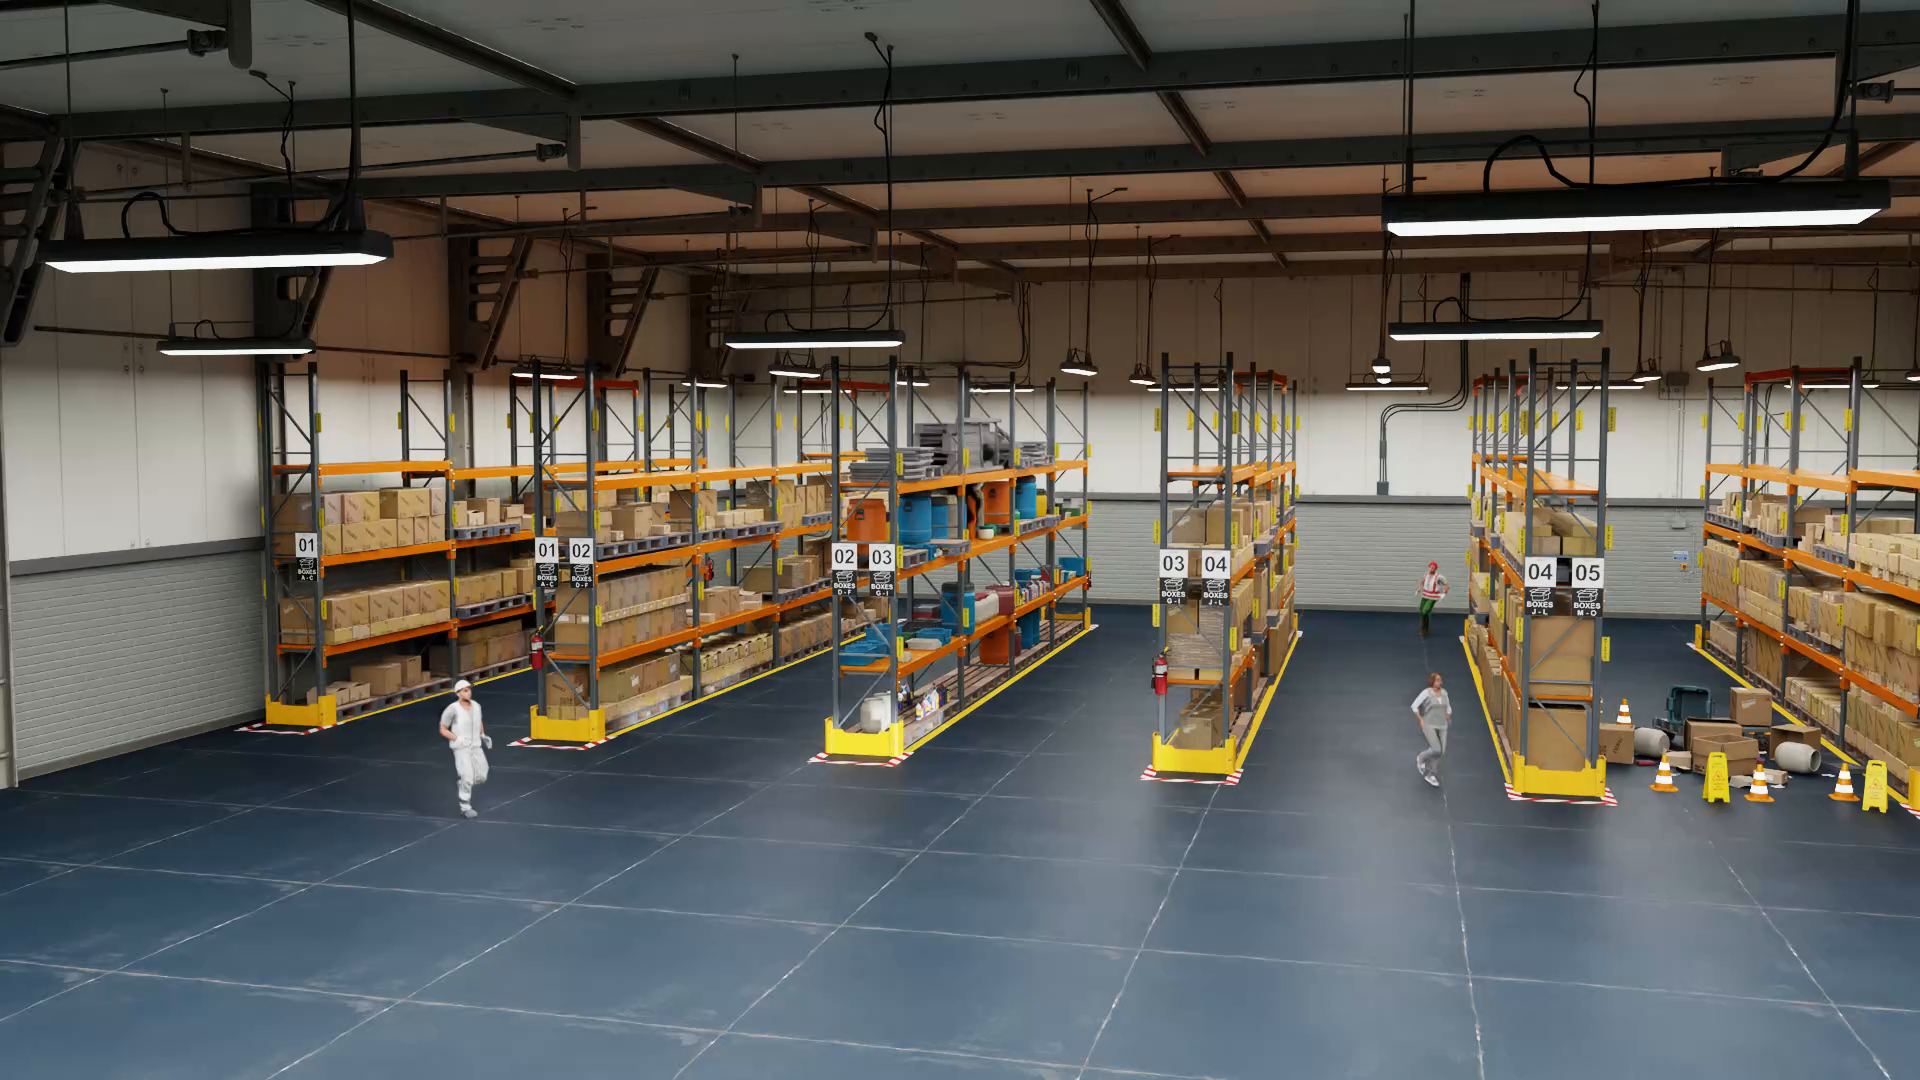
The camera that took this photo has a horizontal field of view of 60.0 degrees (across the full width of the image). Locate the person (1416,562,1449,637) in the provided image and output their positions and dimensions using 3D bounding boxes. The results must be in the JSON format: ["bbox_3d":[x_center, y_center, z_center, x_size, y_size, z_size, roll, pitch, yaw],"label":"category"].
[{"bbox_3d":[11.028,1.389,38.990,0.676,1.779,0.716,-3,5,-39],"label":"person"}]

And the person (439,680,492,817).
[{"bbox_3d":[-6.299,2.649,21.180,0.600,1.741,0.657,3,5,38],"label":"person"}]

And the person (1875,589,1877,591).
[{"bbox_3d":[18.231,1.799,33.309,0.686,1.720,0.589,0,4,7],"label":"person"}]

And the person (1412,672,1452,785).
[{"bbox_3d":[6.580,2.614,23.044,0.539,1.566,0.540,-1,4,-16],"label":"person"}]
